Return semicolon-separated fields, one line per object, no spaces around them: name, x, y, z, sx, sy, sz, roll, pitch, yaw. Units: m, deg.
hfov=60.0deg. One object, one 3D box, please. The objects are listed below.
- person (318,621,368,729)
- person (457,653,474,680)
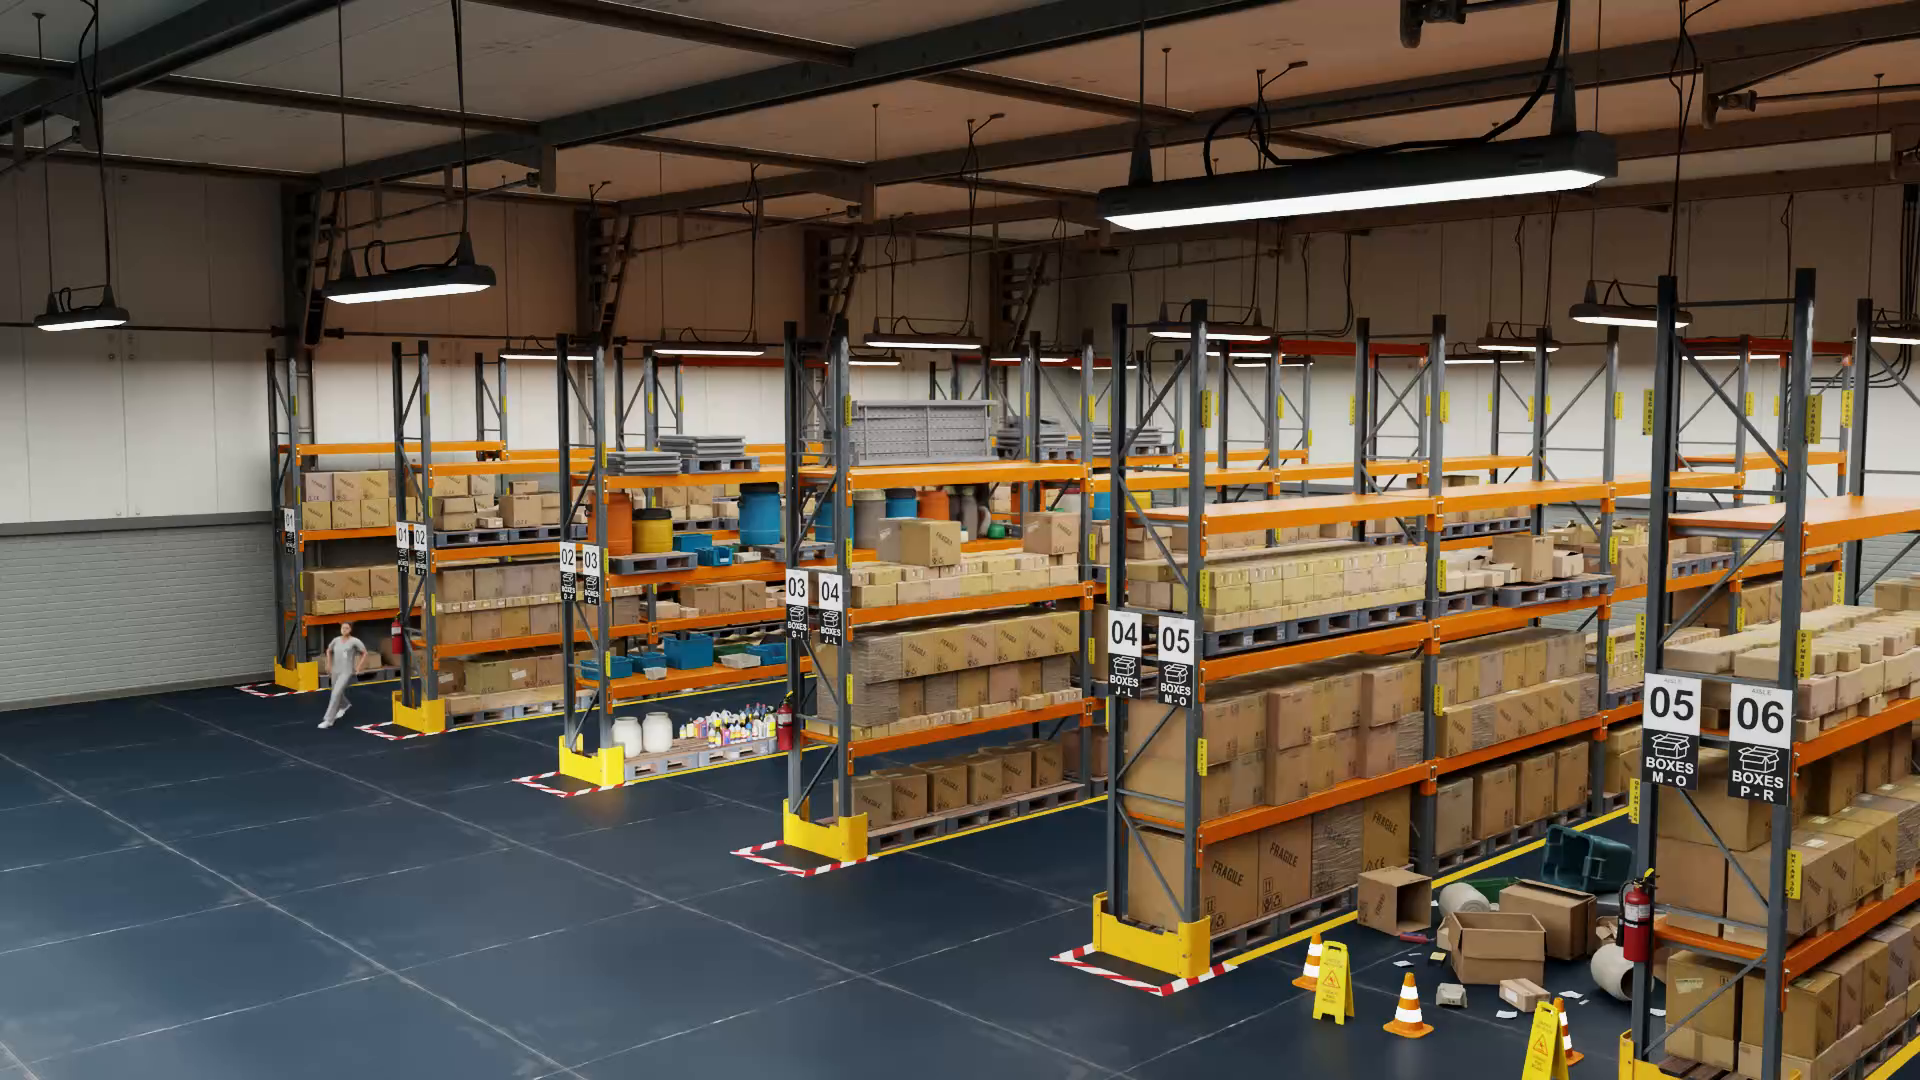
person;-9.665;2.085;26.071;0.634;1.614;0.954;1;5;11
person;-8.473;1.916;28.402;0.521;1.561;0.570;4;6;37
